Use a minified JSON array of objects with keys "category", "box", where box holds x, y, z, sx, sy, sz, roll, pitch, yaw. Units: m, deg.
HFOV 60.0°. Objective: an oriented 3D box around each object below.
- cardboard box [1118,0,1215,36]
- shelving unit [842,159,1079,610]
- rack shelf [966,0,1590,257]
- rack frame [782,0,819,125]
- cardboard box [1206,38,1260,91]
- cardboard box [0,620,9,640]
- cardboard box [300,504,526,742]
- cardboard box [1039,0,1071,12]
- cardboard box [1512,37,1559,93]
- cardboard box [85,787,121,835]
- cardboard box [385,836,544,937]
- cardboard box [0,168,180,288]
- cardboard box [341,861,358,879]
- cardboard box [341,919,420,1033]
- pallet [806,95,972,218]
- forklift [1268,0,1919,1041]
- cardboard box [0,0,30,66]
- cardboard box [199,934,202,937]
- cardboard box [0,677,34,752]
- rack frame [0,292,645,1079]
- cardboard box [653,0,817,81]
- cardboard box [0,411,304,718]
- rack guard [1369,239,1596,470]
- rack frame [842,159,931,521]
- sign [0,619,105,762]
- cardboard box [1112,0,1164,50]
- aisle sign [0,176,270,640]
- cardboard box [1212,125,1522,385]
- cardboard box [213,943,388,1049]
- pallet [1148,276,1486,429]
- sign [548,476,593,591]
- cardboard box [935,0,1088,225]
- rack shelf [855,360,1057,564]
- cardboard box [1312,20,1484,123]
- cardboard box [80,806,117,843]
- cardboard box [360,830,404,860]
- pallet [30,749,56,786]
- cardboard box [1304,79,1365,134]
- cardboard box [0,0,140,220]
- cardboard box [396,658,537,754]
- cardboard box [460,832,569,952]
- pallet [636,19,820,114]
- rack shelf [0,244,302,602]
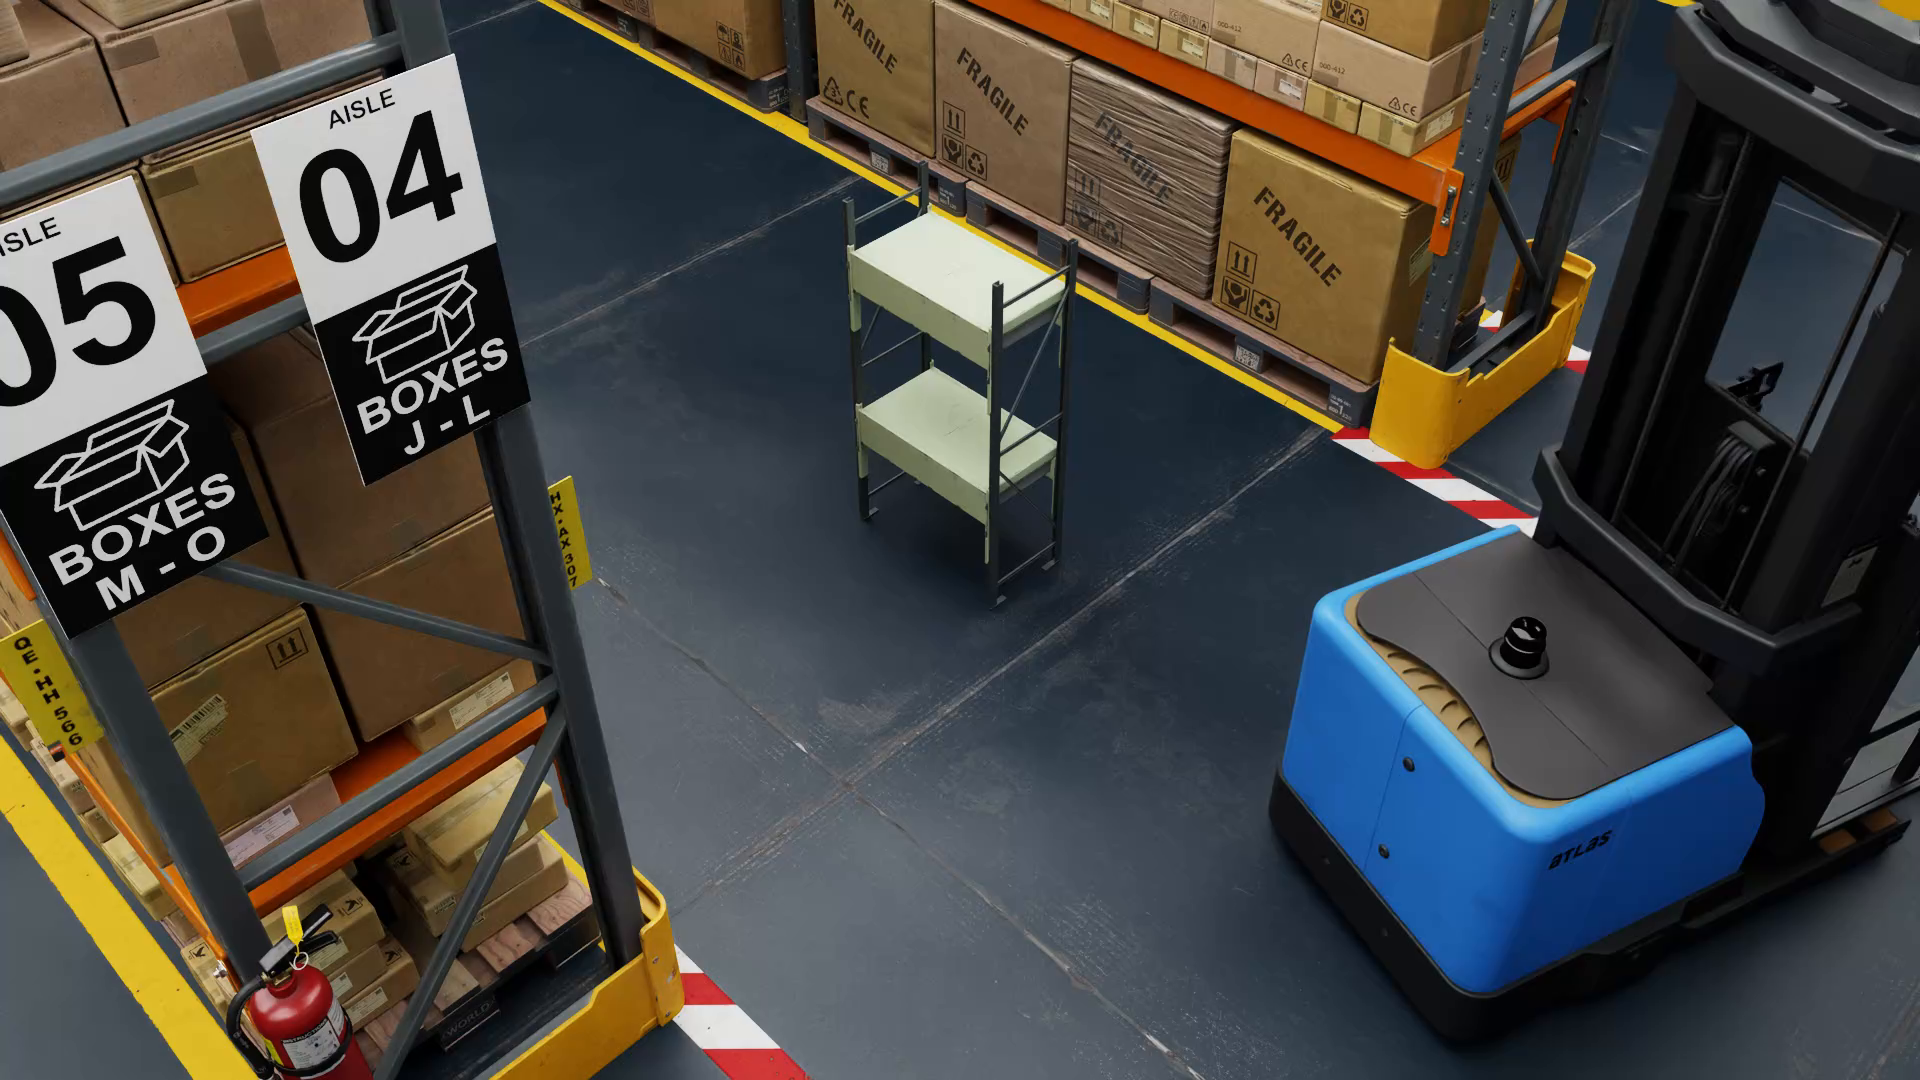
[{"category":"cardboard box","box":[1.023,-2.404,7.032,0.500,0.250,0.500,32,52,30]},{"category":"shelving unit","box":[-0.005,-0.554,6.244,0.431,1.500,0.755,-34,53,-31]},{"category":"rack shelf","box":[0.858,-2.452,7.723,1.077,0.370,4.000,-34,53,-31]},{"category":"rack frame","box":[-0.555,-3.677,8.519,1.000,3.000,0.127,-34,53,-31]},{"category":"cardboard box","box":[1.248,-2.043,6.935,0.380,0.149,0.250,-33,52,-31]},{"category":"cardboard box","box":[-2.173,0.085,4.155,0.500,0.500,0.500,33,52,31]},{"category":"cardboard box","box":[-1.434,0.079,4.161,0.500,0.500,0.500,-32,51,-30]},{"category":"cardboard box","box":[0.521,-2.535,7.468,0.250,0.149,0.380,33,52,30]},{"category":"cardboard box","box":[2.253,-1.992,6.880,0.380,0.149,0.250,-33,52,-31]},{"category":"cardboard box","box":[-2.414,0.748,5.083,0.250,0.149,0.380,32,52,30]},{"category":"cardboard box","box":[-1.501,0.982,5.049,0.380,0.149,0.250,-32,51,-30]},{"category":"cardboard box","box":[-1.821,-0.565,3.052,0.500,0.250,0.500,33,52,31]},{"category":"cardboard box","box":[-2.003,0.966,4.847,0.380,0.149,0.250,-33,52,-31]},{"category":"cardboard box","box":[-1.832,1.313,4.910,0.380,0.149,0.250,-33,52,-31]},{"category":"pallet","box":[-0.073,-2.250,9.030,1.003,0.211,1.213,-34,53,-31]},{"category":"forklift","box":[2.599,-0.264,4.876,3.031,2.935,1.130,-19,46,-19]},{"category":"cardboard box","box":[-1.756,-0.822,2.668,0.250,0.149,0.380,34,52,31]},{"category":"cardboard box","box":[-2.211,1.070,5.173,0.250,0.149,0.380,34,52,31]},{"category":"cardboard box","box":[-3.013,0.497,5.573,0.380,0.149,0.250,-34,52,-31]},{"category":"rack frame","box":[-1.313,0.573,3.919,1.000,3.000,0.127,-34,53,-31]},{"category":"cardboard box","box":[-1.021,-3.349,9.420,1.225,0.875,0.875,-34,52,-31]},{"category":"cardboard box","box":[-1.812,-0.041,3.554,0.500,0.500,0.500,33,52,31]},{"category":"rack guard","box":[2.287,-0.826,7.275,1.175,0.500,0.348,-34,53,-31]},{"category":"rack frame","box":[-0.263,-0.730,6.435,0.400,1.500,0.023,-34,53,-31]},{"category":"sign","box":[-1.720,0.288,3.142,0.100,0.325,0.005,-34,53,-31]},{"category":"cardboard box","box":[0.880,-2.291,7.204,0.380,0.149,0.250,-34,52,-31]},{"category":"aisle sign","box":[-1.474,-0.203,2.843,0.394,0.787,0.004,-34,53,-31]},{"category":"cardboard box","box":[1.762,-1.398,7.309,0.875,0.875,0.875,-34,53,-31]},{"category":"cardboard box","box":[-1.888,1.240,4.770,0.250,0.149,0.380,33,52,30]},{"category":"pallet","box":[1.650,-1.078,7.761,1.003,0.211,1.213,-34,53,-31]},{"category":"sign","box":[-0.929,-0.005,3.907,0.100,0.325,0.005,-34,53,-31]},{"category":"cardboard box","box":[0.490,-2.263,8.245,0.875,0.875,0.875,-34,53,-31]},{"category":"rack shelf","box":[-0.005,-0.315,6.466,0.431,0.370,0.720,-34,53,-31]},{"category":"cardboard box","box":[1.740,-1.915,6.504,0.500,0.250,0.500,33,52,31]},{"category":"cardboard box","box":[-2.631,0.749,5.302,0.380,0.149,0.250,-33,52,-31]},{"category":"cardboard box","box":[-1.722,0.758,5.072,0.380,0.149,0.250,-33,52,-31]},{"category":"pallet","box":[-2.773,0.568,5.980,1.003,0.211,1.213,-34,53,-31]},{"category":"cardboard box","box":[1.601,-1.800,6.673,0.380,0.149,0.250,-34,52,-31]},{"category":"cardboard box","box":[-1.818,-0.756,2.890,0.500,0.250,0.500,33,52,30]},{"category":"cardboard box","box":[-1.310,0.353,4.343,0.250,0.149,0.380,34,52,31]},{"category":"cardboard box","box":[-1.456,1.061,5.183,0.380,0.149,0.250,-33,52,-31]},{"category":"pallet","box":[-1.153,-2.988,9.828,1.003,0.211,1.213,-34,53,-31]},{"category":"rack shelf","box":[-2.725,-1.225,4.185,1.077,0.370,4.000,-34,53,-31]}]
